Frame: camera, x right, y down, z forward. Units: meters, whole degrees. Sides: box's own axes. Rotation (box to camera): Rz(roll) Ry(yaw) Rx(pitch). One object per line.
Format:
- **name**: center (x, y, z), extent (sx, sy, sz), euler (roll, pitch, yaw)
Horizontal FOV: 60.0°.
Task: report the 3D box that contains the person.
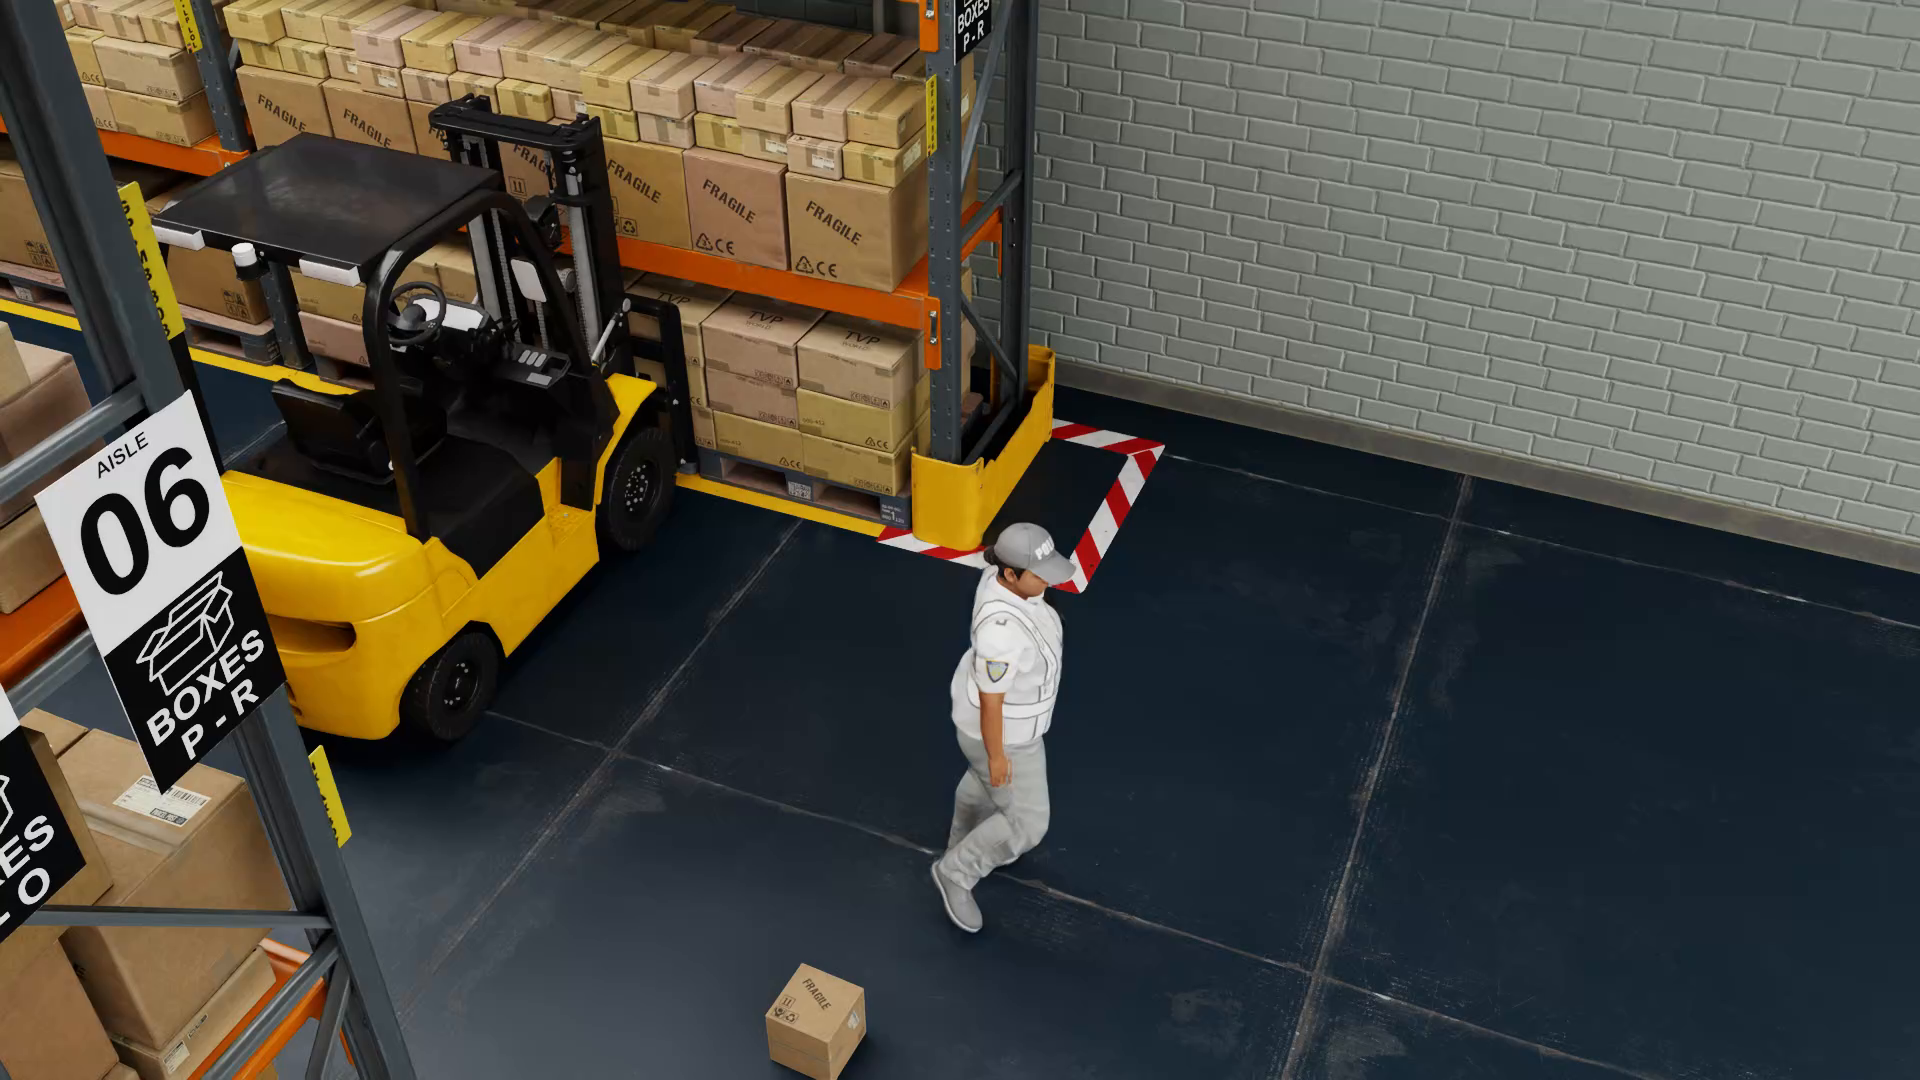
- **person**: center (0.140, 0.705, 5.997), extent (0.435, 1.354, 0.487), euler (1, 38, 1)
